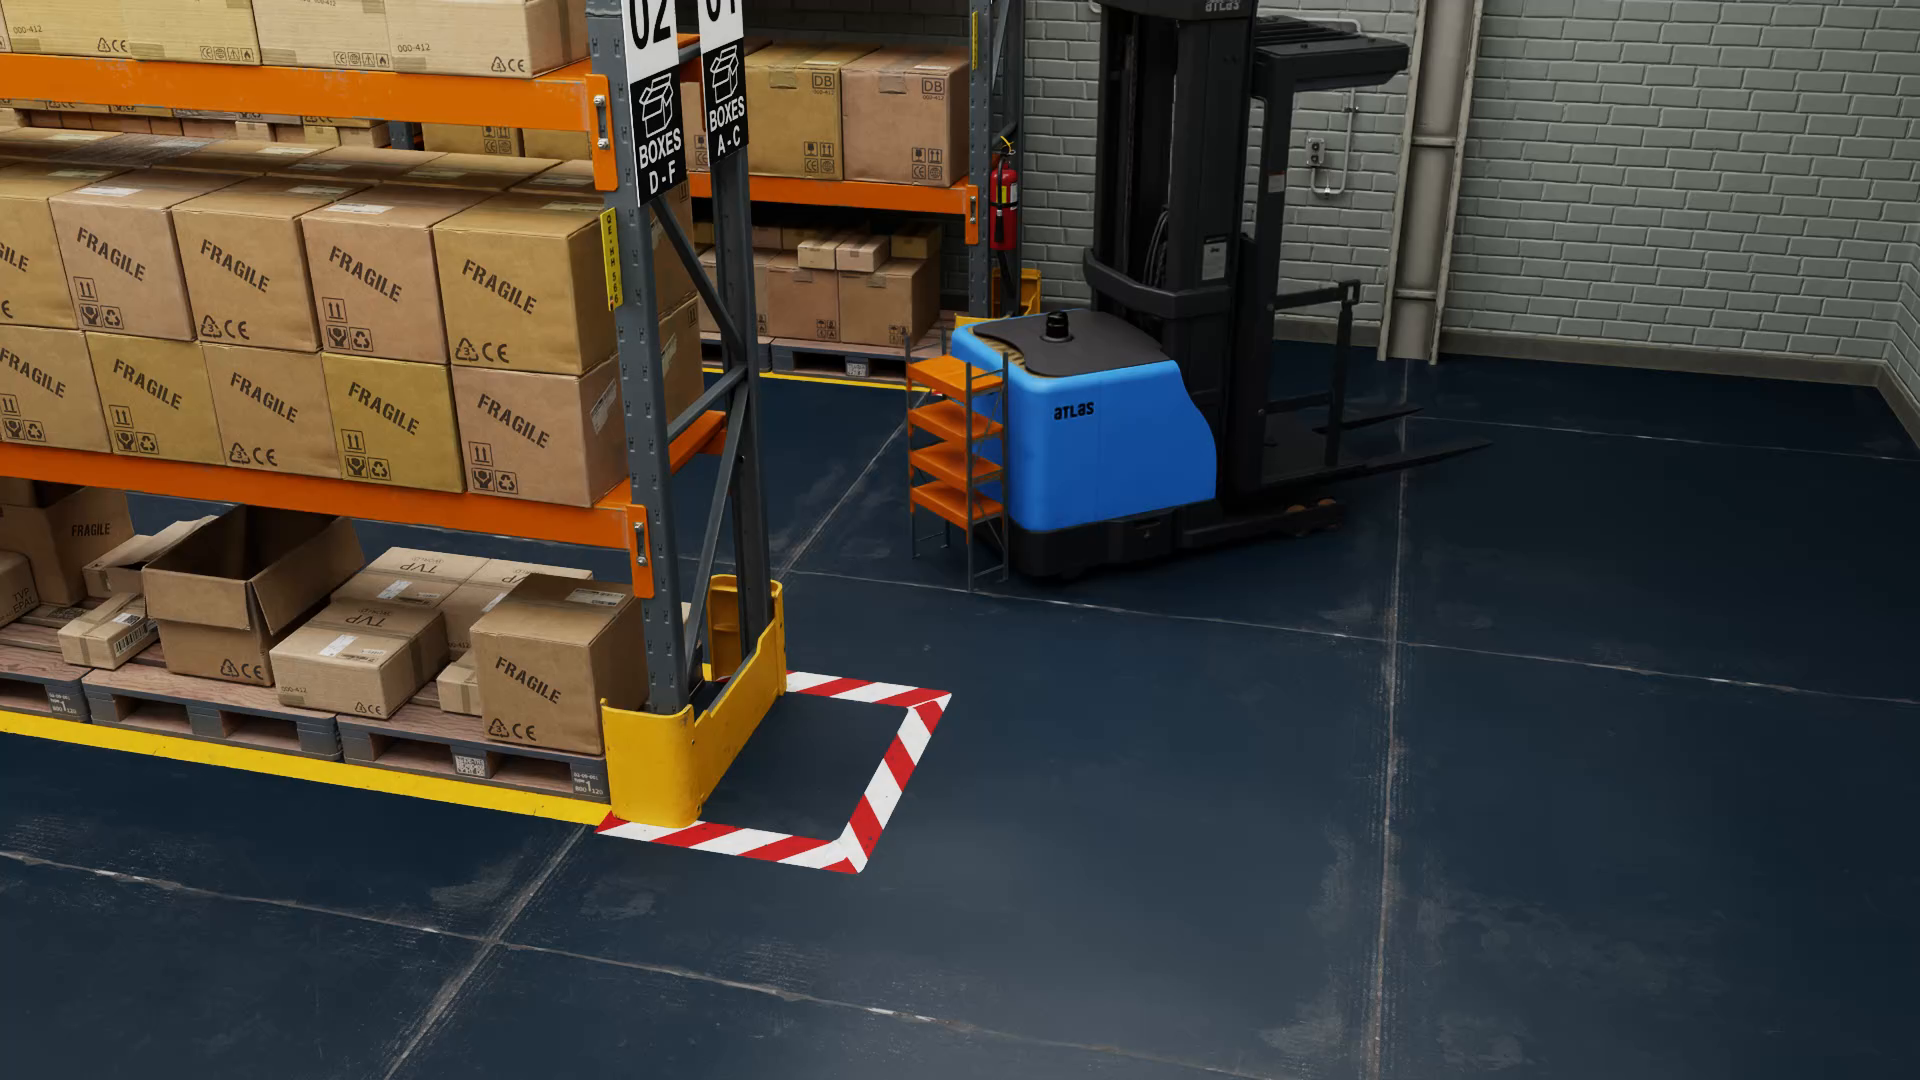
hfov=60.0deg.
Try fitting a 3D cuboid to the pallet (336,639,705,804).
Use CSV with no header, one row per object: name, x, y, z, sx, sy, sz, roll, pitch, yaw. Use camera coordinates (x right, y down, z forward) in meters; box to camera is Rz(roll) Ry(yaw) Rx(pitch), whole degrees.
pallet,-1.837,0.678,7.082,1.213,0.211,1.003,6,26,13

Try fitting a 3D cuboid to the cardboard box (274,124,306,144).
cardboard box,-4.522,-2.857,11.531,0.250,0.149,0.380,7,26,15

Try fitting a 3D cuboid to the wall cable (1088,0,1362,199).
wall cable,1.715,-3.267,10.940,1.851,1.984,0.084,6,26,13

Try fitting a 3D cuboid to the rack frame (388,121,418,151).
rack frame,-3.635,-2.979,11.519,0.127,3.000,1.000,6,26,13

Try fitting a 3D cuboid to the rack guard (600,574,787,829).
rack guard,-1.064,0.632,6.841,0.348,0.500,1.175,6,26,13

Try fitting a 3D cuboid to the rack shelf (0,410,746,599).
rack shelf,-2.928,-0.378,6.891,4.000,0.370,1.077,6,26,13

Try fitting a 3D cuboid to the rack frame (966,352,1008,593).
rack frame,0.134,-0.311,8.002,0.240,1.200,0.015,-19,31,-32

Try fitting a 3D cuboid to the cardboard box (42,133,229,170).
cardboard box,-3.326,-1.359,6.836,0.500,0.500,0.500,7,26,13

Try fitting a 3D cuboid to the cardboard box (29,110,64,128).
cardboard box,-6.495,-3.102,12.044,0.250,0.149,0.380,6,26,12

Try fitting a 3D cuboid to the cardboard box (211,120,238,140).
cardboard box,-5.013,-2.915,11.652,0.250,0.149,0.380,6,26,13

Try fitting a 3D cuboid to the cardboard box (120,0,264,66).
cardboard box,-2.523,-1.827,5.782,0.500,0.250,0.500,6,26,13

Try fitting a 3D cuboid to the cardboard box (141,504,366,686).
cardboard box,-3.044,0.211,7.210,0.637,0.503,0.797,6,26,13

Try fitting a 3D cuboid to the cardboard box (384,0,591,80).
cardboard box,-1.554,-1.720,5.559,0.500,0.250,0.500,6,26,13

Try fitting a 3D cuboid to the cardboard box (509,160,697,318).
cardboard box,-1.355,-1.142,6.380,0.500,0.500,0.500,7,26,15

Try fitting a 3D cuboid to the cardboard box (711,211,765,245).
cardboard box,-1.521,-2.143,11.427,0.250,0.149,0.380,7,26,14

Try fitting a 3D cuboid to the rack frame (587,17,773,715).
rack frame,-0.991,-0.489,6.287,0.127,3.000,1.000,6,26,13

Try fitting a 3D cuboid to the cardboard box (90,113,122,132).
cardboard box,-5.994,-3.045,11.926,0.250,0.149,0.380,7,26,14

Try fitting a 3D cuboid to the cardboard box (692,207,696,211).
cardboard box,-2.016,-2.198,11.542,0.250,0.149,0.380,7,26,14

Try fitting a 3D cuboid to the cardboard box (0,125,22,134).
cardboard box,-4.311,-1.467,7.062,0.500,0.500,0.500,6,26,13

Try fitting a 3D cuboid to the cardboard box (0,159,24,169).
cardboard box,-3.979,-1.191,6.482,0.500,0.500,0.500,5,26,11

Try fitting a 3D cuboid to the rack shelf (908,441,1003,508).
rack shelf,-0.012,-0.334,8.207,0.258,0.148,0.480,-19,31,-32

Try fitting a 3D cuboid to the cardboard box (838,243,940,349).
cardboard box,-0.464,-1.645,11.136,0.500,0.500,0.700,6,26,13

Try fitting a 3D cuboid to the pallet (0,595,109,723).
pallet,-4.200,0.416,7.630,1.213,0.211,1.003,6,26,13

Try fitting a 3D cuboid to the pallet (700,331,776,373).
pallet,-1.732,-1.477,11.606,1.213,0.211,1.003,6,26,13

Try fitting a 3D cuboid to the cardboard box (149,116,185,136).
cardboard box,-5.506,-2.981,11.791,0.250,0.149,0.380,7,26,15

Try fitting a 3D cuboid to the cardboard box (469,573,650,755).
cardboard box,-1.579,0.486,6.636,0.500,0.500,0.500,6,26,13

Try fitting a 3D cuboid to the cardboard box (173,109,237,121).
cardboard box,-5.125,-3.220,11.539,0.500,0.500,0.500,6,26,13

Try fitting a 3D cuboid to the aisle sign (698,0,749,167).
aisle sign,-0.852,-1.777,5.969,0.004,0.787,0.394,6,26,13

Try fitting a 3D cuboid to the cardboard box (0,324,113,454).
cardboard box,-3.458,-0.686,6.585,0.500,0.500,0.500,6,26,13

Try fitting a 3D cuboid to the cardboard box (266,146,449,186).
cardboard box,-2.346,-1.251,6.608,0.500,0.500,0.500,7,26,14

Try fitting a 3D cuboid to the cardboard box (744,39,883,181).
cardboard box,-0.964,-2.810,10.814,0.700,0.700,0.980,6,26,13

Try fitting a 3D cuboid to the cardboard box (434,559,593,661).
cardboard box,-1.931,0.325,7.266,0.500,0.250,0.500,6,26,13

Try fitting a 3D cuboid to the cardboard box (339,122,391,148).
cardboard box,-4.033,-2.793,11.397,0.250,0.149,0.380,7,26,13

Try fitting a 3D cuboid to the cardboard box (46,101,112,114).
cardboard box,-6.117,-3.324,11.757,0.500,0.500,0.500,6,26,13

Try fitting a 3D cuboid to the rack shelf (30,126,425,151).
rack shelf,-5.572,-2.869,12.123,4.000,0.370,1.077,6,26,13

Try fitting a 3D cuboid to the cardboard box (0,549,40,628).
cardboard box,-4.512,0.234,7.386,0.500,0.311,0.500,6,26,13

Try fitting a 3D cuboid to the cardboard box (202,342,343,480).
cardboard box,-2.477,-0.578,6.358,0.500,0.500,0.500,7,26,13

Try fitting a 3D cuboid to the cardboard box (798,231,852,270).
cardboard box,-0.881,-1.903,10.923,0.250,0.149,0.380,7,26,14

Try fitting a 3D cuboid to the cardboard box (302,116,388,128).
cardboard box,-4.144,-3.112,11.312,0.500,0.500,0.500,6,26,12

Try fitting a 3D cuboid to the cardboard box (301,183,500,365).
cardboard box,-1.980,-0.972,6.023,0.500,0.500,0.500,7,26,14

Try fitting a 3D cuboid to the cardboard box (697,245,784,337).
cardboard box,-1.435,-1.753,11.361,0.500,0.500,0.700,5,26,11

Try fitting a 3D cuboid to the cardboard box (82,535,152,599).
cardboard box,-3.864,0.130,7.792,0.250,0.149,0.380,6,26,13

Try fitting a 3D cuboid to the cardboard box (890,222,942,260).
cardboard box,-0.293,-2.008,11.143,0.250,0.149,0.380,6,26,13

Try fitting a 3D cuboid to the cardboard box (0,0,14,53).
cardboard box,-3.488,-1.939,6.018,0.500,0.250,0.500,6,26,13

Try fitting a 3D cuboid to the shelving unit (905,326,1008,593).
shelving unit,-0.013,-0.395,8.178,0.258,1.200,0.503,-19,31,-32

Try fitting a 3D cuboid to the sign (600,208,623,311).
sign,-1.148,-0.925,5.489,0.005,0.325,0.100,6,26,13

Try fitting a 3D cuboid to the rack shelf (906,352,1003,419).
rack shelf,-0.018,-0.748,8.006,0.258,0.148,0.480,-19,31,-32

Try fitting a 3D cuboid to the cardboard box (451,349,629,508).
cardboard box,-1.492,-0.468,6.128,0.500,0.500,0.500,7,26,15

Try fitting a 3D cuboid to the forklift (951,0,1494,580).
forklift,1.501,-1.535,8.565,3.031,2.935,1.130,-11,28,-22

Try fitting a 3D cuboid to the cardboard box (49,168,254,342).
cardboard box,-2.981,-1.081,6.251,0.500,0.500,0.500,7,26,15

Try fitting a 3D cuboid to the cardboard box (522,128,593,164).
cardboard box,-2.408,-2.970,11.149,0.700,0.700,0.980,6,26,12

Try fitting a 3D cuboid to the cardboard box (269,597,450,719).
cardboard box,-2.491,0.484,6.930,0.500,0.250,0.500,6,26,13

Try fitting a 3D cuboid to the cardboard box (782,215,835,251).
cardboard box,-1.026,-2.089,11.313,0.250,0.149,0.380,7,26,13
